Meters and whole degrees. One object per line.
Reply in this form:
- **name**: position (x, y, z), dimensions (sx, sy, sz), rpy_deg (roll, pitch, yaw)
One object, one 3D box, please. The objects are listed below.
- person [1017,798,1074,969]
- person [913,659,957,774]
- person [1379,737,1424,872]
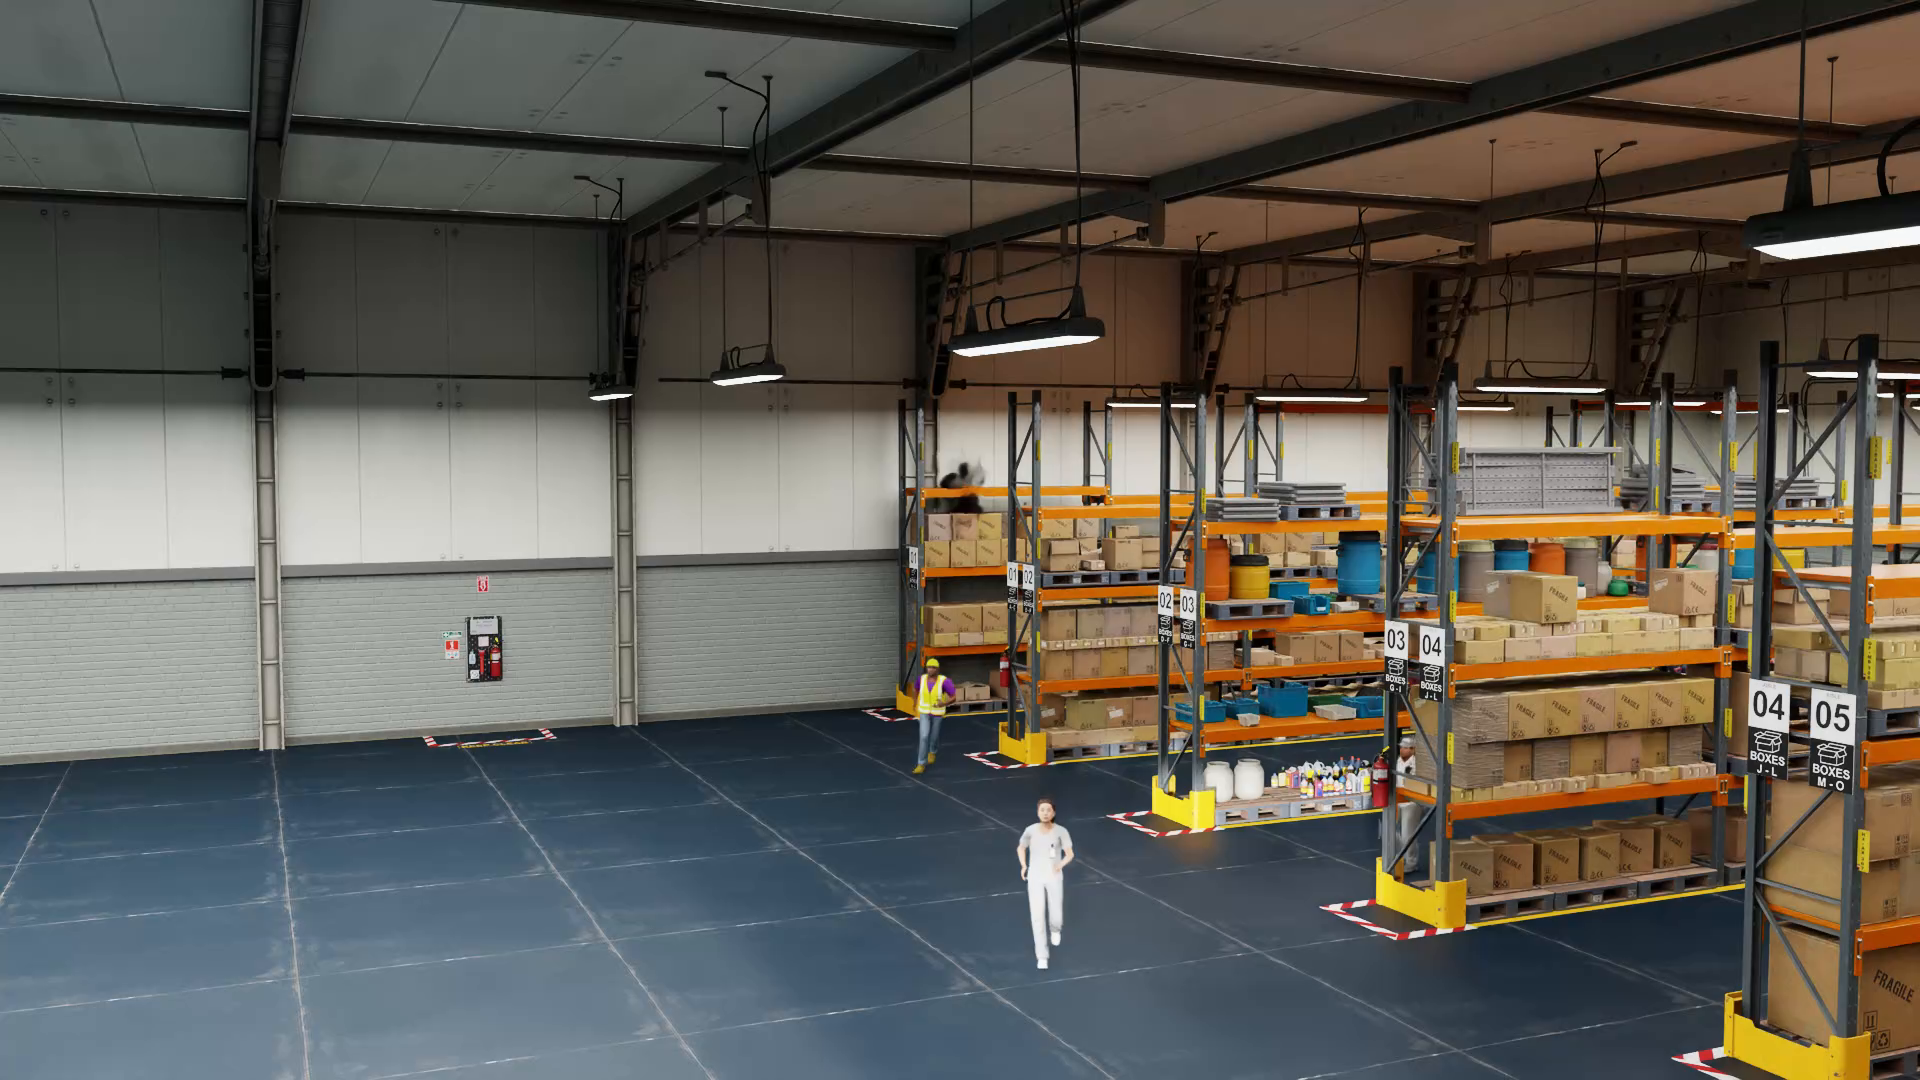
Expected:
- **person**: position (0.843, 3.376, 16.545), dimensions (0.571, 1.628, 0.753), rpy_deg (0, 3, 7)
- **person**: position (-0.396, 2.731, 26.151), dimensions (0.705, 1.769, 0.920), rpy_deg (0, 3, 8)
- **person**: position (5.297, 3.176, 19.940), dimensions (0.552, 1.619, 0.593), rpy_deg (-3, 4, -38)
